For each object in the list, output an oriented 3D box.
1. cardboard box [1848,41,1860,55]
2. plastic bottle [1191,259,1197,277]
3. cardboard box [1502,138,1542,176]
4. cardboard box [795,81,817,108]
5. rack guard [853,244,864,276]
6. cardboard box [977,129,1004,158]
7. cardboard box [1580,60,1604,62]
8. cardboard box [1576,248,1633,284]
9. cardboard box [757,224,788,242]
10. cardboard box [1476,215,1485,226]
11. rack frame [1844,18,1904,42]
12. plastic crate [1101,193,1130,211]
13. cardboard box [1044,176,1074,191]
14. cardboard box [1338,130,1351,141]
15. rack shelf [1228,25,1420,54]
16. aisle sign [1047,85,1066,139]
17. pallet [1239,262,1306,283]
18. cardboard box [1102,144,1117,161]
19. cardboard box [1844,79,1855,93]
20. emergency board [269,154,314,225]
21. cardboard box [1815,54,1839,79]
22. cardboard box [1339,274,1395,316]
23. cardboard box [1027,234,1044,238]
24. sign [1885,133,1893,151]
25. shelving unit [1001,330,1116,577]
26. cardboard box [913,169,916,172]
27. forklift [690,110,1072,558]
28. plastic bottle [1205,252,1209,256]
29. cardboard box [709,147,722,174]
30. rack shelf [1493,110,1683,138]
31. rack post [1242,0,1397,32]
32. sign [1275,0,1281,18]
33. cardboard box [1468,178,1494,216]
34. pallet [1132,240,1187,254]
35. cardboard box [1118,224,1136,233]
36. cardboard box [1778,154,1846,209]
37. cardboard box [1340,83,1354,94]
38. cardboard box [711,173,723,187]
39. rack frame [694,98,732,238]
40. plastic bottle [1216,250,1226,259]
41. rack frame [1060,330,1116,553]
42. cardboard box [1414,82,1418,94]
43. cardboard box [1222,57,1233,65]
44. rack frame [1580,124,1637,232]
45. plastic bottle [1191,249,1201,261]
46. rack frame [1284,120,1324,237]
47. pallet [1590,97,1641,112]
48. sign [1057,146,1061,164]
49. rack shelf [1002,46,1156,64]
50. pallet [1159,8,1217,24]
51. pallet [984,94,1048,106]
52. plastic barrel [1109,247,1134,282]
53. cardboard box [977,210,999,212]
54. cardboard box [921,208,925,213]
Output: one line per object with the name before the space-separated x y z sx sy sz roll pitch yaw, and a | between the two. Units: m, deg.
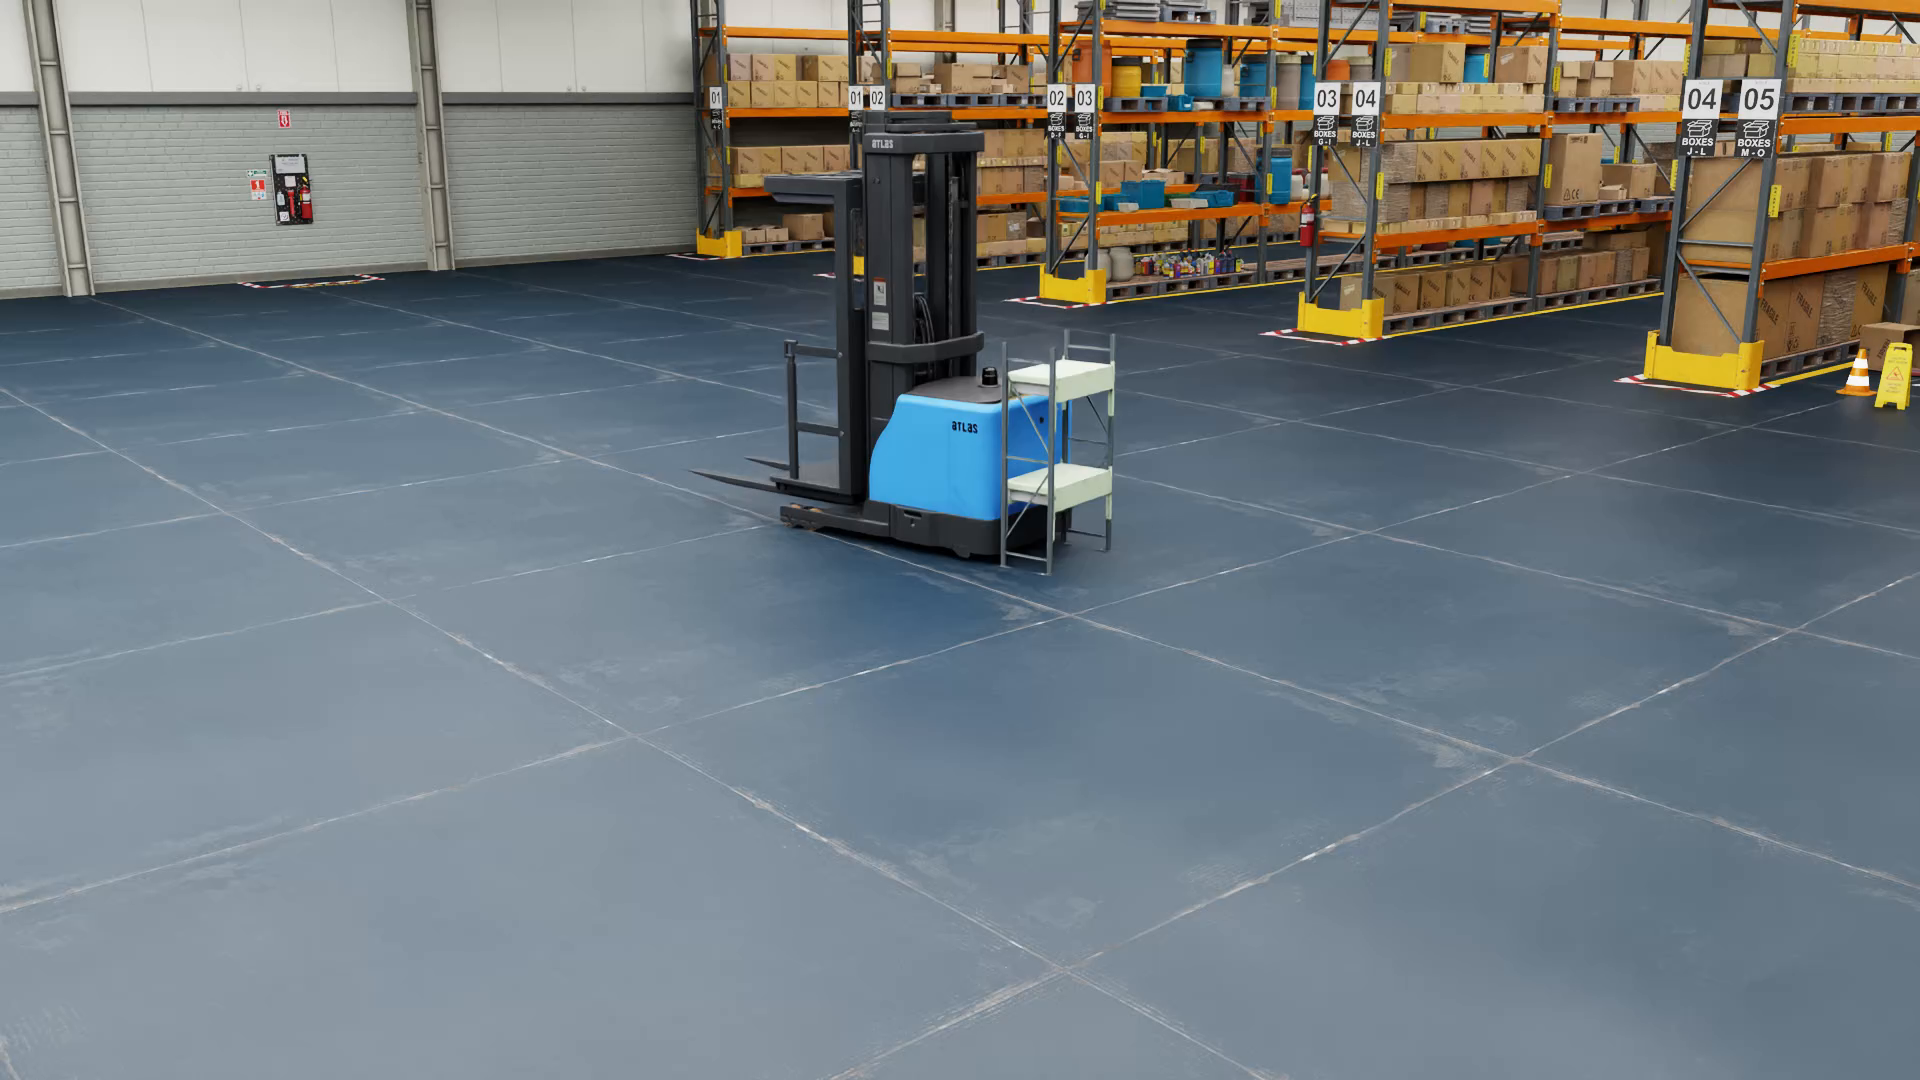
cardboard box | 9.553 -5.360 18.126 0.250 0.149 0.380 -13 20 -40
plastic bottle | 3.761 -4.383 26.782 0.097 0.271 0.097 0 15 0
cardboard box | 7.812 -5.392 23.415 0.500 0.500 0.500 -13 19 -39
cardboard box | -3.177 -8.845 33.004 0.500 0.500 0.500 -11 19 -36
rack guard | -1.565 -4.886 29.074 0.348 0.500 1.175 -13 19 -39
cardboard box | 0.382 -7.204 30.199 0.500 0.500 0.700 -13 20 -39
cardboard box | 9.705 -7.062 25.400 0.500 0.500 0.500 -13 20 -41
cardboard box | 10.086 -4.315 26.083 0.700 0.500 0.500 14 20 42
cardboard box | -3.790 -6.172 33.400 0.500 0.311 0.500 -11 18 -35
cardboard box | 7.026 -4.429 23.007 0.250 0.149 0.380 -13 19 -39
rack frame | 17.023 -9.778 30.918 0.127 3.000 1.000 -13 19 -39
plastic crate | 2.377 -5.313 26.117 0.408 0.251 0.499 -13 19 -39
cardboard box | 1.813 -6.795 31.667 0.500 0.250 0.500 -11 19 -36
cardboard box | 8.435 -8.775 36.657 0.500 0.500 0.500 -13 20 -41
rack shelf | 6.228 -8.507 28.330 4.000 0.370 1.077 -13 19 -39
aisle sign | 1.453 -6.435 24.990 0.004 0.787 0.394 -13 19 -39
pallet | 5.286 -4.604 28.577 1.213 0.211 1.003 -13 19 -39
cardboard box | 3.305 -8.997 38.812 0.500 0.500 0.500 -13 19 -39
cardboard box | 9.554 -4.975 18.228 0.250 0.149 0.380 -13 20 -40
emergency board | -11.257 -5.921 28.105 0.643 1.169 0.194 -13 19 -39
cardboard box | 9.048 -5.076 17.834 0.500 0.250 0.500 -13 20 -40
cardboard box | 5.435 -3.267 22.197 0.500 0.500 0.500 -9 17 -29
cardboard box | 1.593 -5.777 32.079 0.500 0.250 0.500 -13 20 -40
sign | 17.369 -7.445 31.108 0.005 0.325 0.100 -13 19 -39
shelving unit | 0.655 -0.591 11.058 0.431 1.500 0.755 11 18 35
cardboard box | -1.186 -6.223 29.041 0.500 0.500 0.700 -13 19 -39
forklift | -0.690 -1.575 11.967 3.031 2.935 1.130 11 18 35
plastic bottle | 4.191 -4.736 28.104 0.097 0.271 0.097 0 15 0
cardboard box | -4.585 -7.483 32.749 0.500 0.500 0.500 -13 20 -40
rack shelf | 9.479 -6.287 25.056 4.000 0.370 1.077 -13 19 -39
rack post | 6.149 -9.156 28.203 3.121 1.000 1.013 -13 19 -39
sign | 5.072 -8.499 26.536 0.005 0.325 0.100 -13 19 -39
cardboard box | 6.879 -4.792 23.108 0.500 0.500 0.875 -13 19 -39
pallet | 3.842 -5.974 33.707 1.213 0.211 1.003 -13 19 -39
cardboard box | 3.105 -6.203 32.589 0.500 0.311 0.500 -12 19 -38
cardboard box | 9.304 -4.015 18.586 0.550 0.550 0.875 -13 19 -39
cardboard box | 4.958 -5.846 21.529 0.250 0.149 0.380 -13 19 -39
cardboard box | -4.576 -7.116 32.830 0.500 0.250 0.500 -12 19 -39
rack frame | -4.801 -7.062 32.375 0.127 3.000 1.000 -13 19 -39
plastic bottle | 4.328 -4.606 27.463 0.185 0.351 0.144 -13 19 -39
rack frame | 0.871 -0.668 11.343 0.400 1.500 0.023 11 18 35
cardboard box | 5.681 -5.832 21.475 0.250 0.149 0.380 -13 20 -40
cardboard box | 5.206 -9.593 33.907 0.500 0.500 0.500 -13 19 -39
rack frame | 13.772 -7.844 35.302 0.127 3.000 1.000 -13 19 -39
plastic bottle | 3.933 -4.659 27.662 0.185 0.351 0.144 -13 19 -39
rack frame | 7.506 -8.131 36.377 0.127 3.000 1.000 -13 19 -39
pallet | 9.287 -6.465 24.692 1.003 0.211 1.213 -13 19 -39
sign | 1.836 -7.124 30.778 0.005 0.325 0.100 -13 19 -39
rack shelf | 2.742 -11.113 38.087 4.000 0.370 1.077 -13 19 -39
pallet | 3.195 -8.072 25.672 1.213 0.211 1.003 -13 19 -39
pallet | 0.844 -8.033 30.368 1.213 0.211 1.003 -13 19 -39
plastic barrel | 2.526 -4.345 26.212 0.421 0.512 0.421 0 15 0
cardboard box | 0.543 -5.909 31.119 0.500 0.500 0.500 -13 19 -39
cardboard box | -0.883 -6.970 36.021 0.500 0.500 0.700 -13 20 -40
